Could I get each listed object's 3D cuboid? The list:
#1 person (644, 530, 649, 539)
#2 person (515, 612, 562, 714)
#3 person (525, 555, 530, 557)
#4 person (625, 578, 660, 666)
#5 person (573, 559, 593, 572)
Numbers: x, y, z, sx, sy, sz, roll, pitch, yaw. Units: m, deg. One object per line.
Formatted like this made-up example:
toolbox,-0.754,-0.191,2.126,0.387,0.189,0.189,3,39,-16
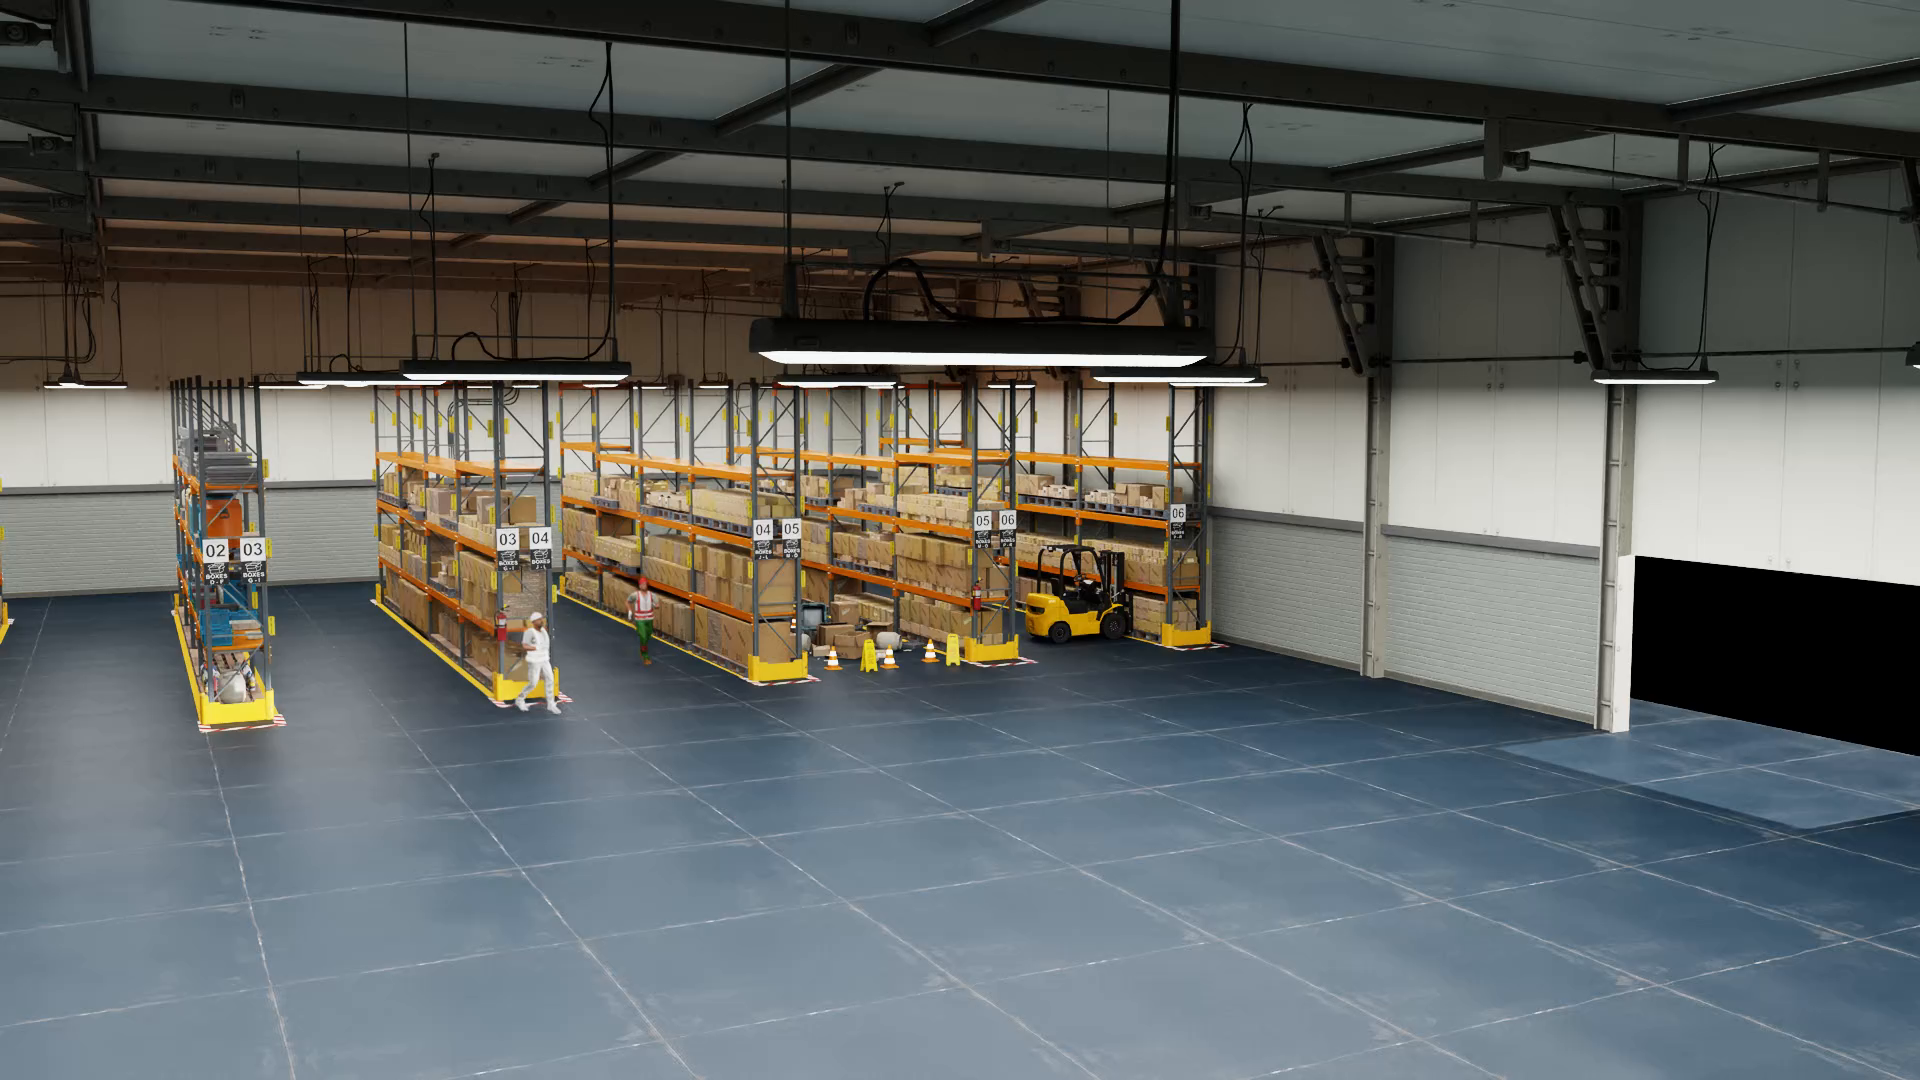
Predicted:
person,-9.426,0.488,49.694,0.589,1.660,0.645,-2,6,-23
person,-7.515,2.192,29.579,0.871,1.812,0.688,2,6,24
person,-12.034,0.836,45.762,0.653,1.689,0.752,-1,5,-11
person,-6.640,1.690,34.977,0.660,1.786,0.976,-3,6,-32
person,-11.140,0.501,48.854,0.922,1.751,0.714,1,5,13
